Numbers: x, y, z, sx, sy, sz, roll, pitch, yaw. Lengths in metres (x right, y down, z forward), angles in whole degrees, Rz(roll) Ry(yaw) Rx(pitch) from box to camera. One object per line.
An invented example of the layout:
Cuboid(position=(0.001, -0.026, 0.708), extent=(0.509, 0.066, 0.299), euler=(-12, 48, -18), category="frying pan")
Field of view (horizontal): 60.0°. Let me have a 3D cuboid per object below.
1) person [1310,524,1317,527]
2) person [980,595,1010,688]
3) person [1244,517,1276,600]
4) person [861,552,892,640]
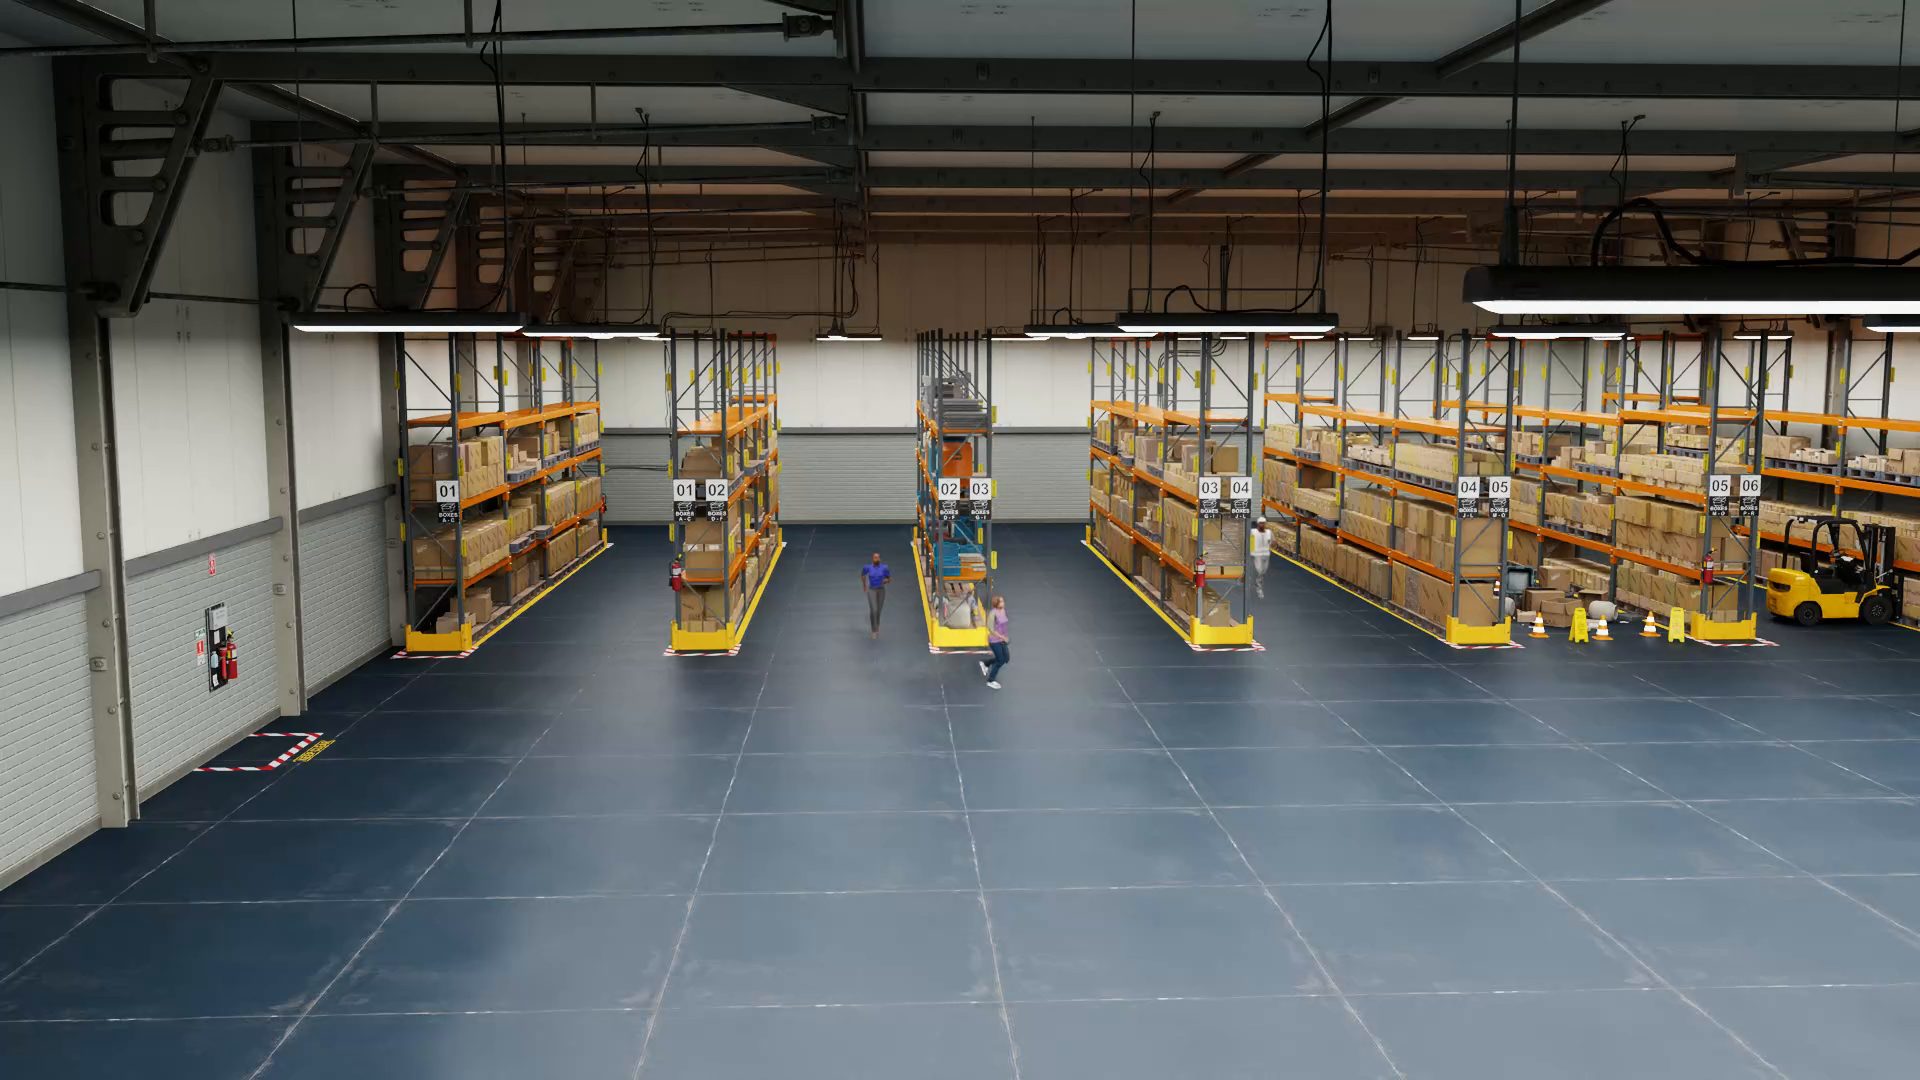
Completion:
Cuboid(position=(10.356, -0.861, 48.870), extent=(0.699, 1.722, 0.899), euler=(-4, 8, -33), category="person")
Cuboid(position=(0.600, 1.692, 27.796), extent=(0.608, 1.564, 0.561), euler=(4, 8, 28), category="person")
Cuboid(position=(6.806, 0.388, 37.647), extent=(0.667, 1.827, 0.861), euler=(-2, 7, -13), category="person")
Cuboid(position=(-1.630, 1.078, 32.603), extent=(0.562, 1.715, 0.771), euler=(-2, 7, -15), category="person")
